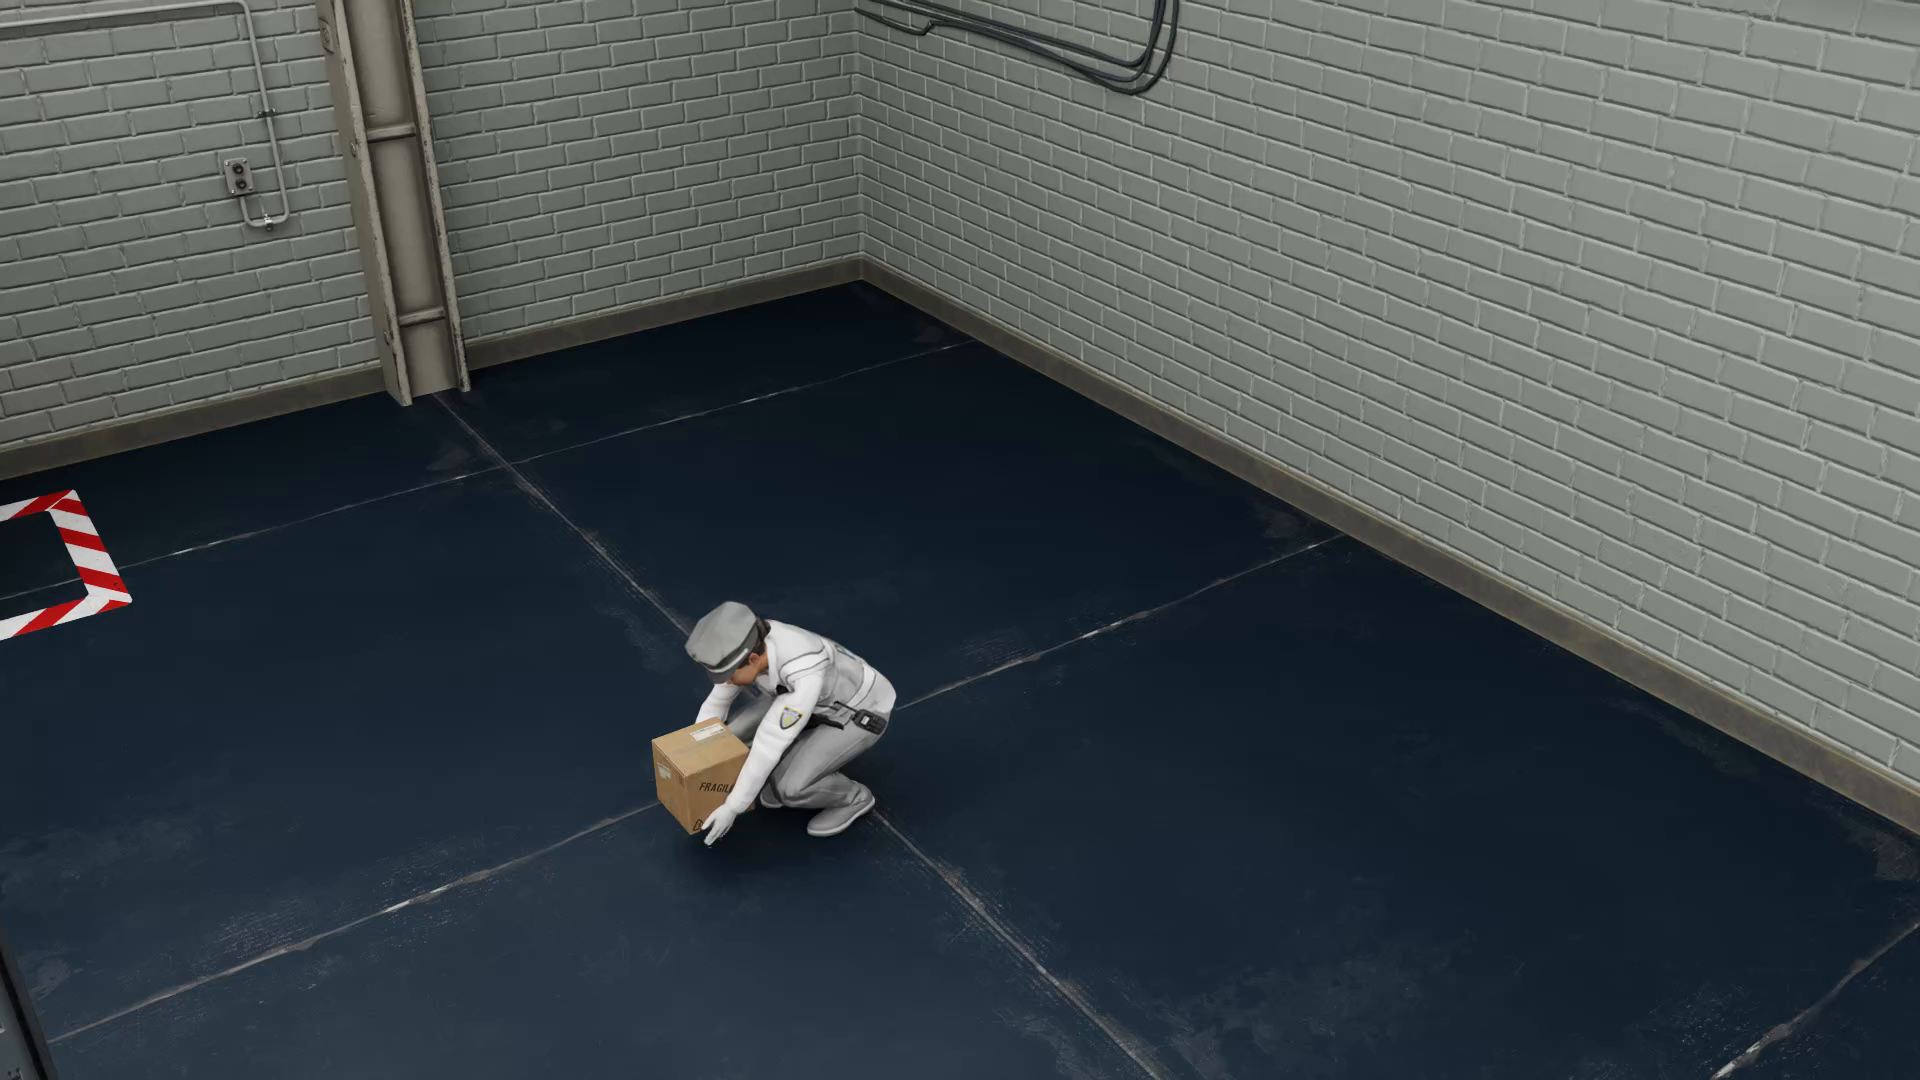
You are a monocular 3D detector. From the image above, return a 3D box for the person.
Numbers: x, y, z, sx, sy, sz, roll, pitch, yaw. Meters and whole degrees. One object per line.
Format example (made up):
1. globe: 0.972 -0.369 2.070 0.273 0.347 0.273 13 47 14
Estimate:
1. person: -0.616 0.584 5.799 0.826 0.970 0.489 -19 34 -31
